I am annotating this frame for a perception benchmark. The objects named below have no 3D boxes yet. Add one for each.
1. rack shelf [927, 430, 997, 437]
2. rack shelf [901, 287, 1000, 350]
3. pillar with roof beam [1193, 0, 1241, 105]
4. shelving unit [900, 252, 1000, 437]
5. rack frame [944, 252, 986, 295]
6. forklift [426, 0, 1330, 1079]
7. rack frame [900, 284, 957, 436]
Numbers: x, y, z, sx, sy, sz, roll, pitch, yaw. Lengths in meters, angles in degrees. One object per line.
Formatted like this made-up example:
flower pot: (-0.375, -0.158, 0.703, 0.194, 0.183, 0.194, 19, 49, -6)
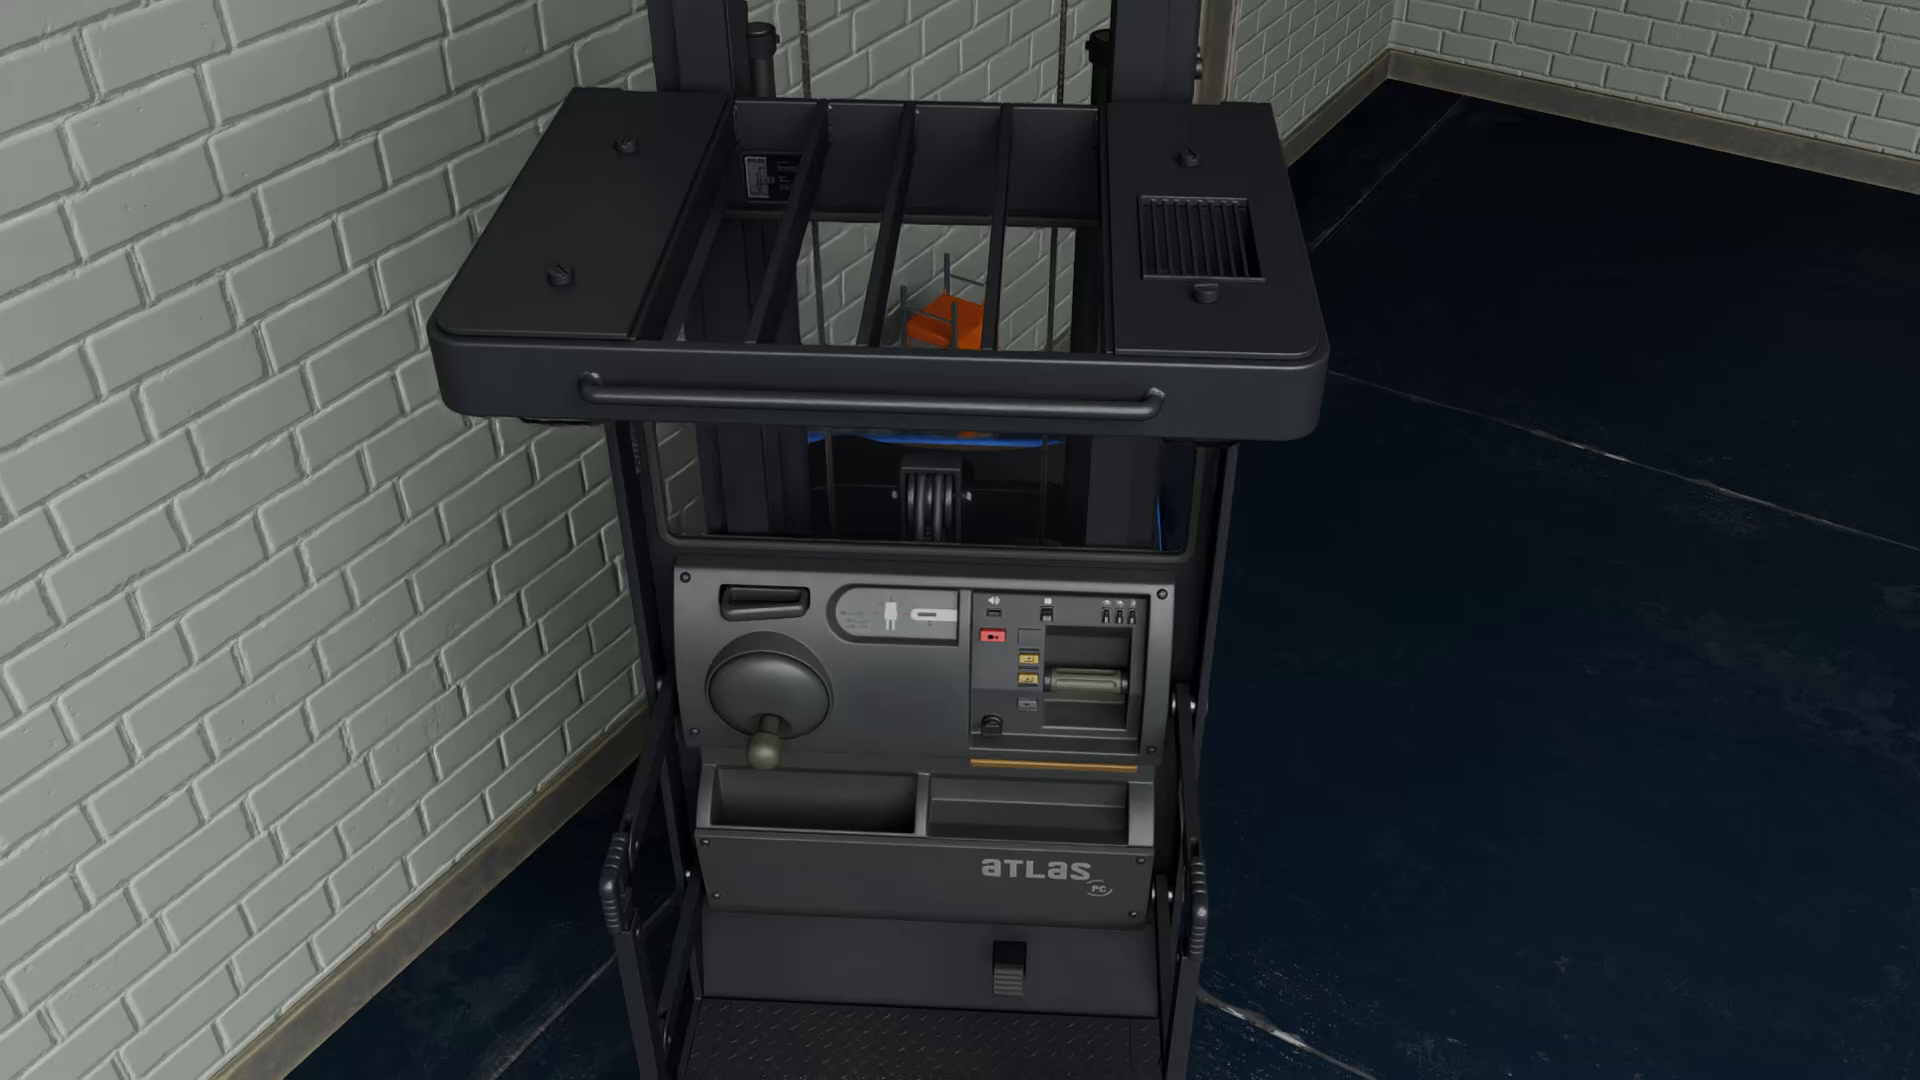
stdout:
rack shelf: (-0.029, -0.380, 5.400, 0.215, 0.259, 0.240, 21, 42, 25)
rack shelf: (-0.029, -0.605, 5.227, 0.215, 0.259, 0.240, 21, 42, 25)
pillar with roof beam: (4.451, -3.083, 2.378, 9.100, 9.000, 0.400, 21, 42, 25)
shelving unit: (-0.029, -0.388, 5.394, 0.215, 1.050, 0.252, 21, 42, 25)
rack frame: (0.037, -0.451, 5.475, 0.200, 1.050, 0.008, 21, 42, 25)
forklift: (-0.081, 0.312, 2.944, 1.130, 2.935, 3.031, 2, 38, 3)
rack frame: (-0.094, -0.325, 5.312, 0.200, 1.050, 0.008, 21, 42, 25)
